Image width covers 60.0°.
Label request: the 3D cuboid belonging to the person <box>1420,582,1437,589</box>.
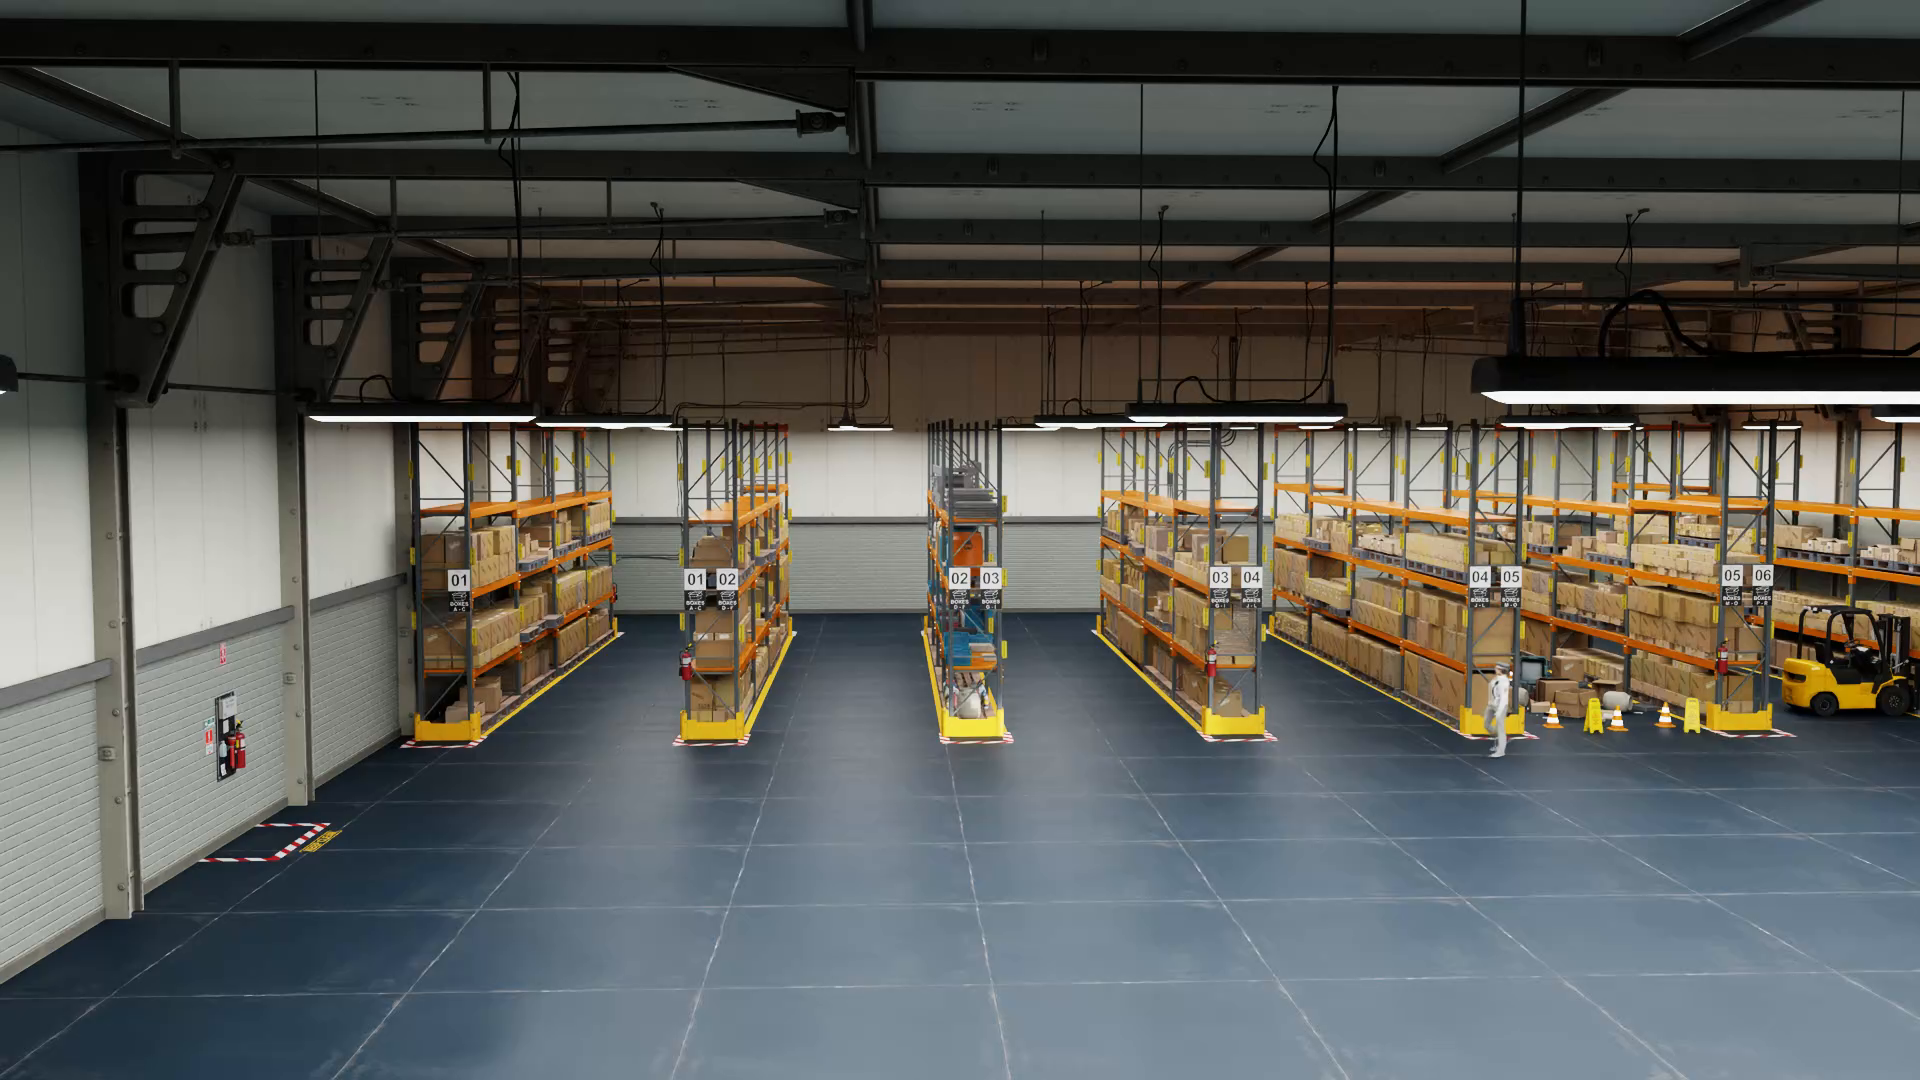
[{"bbox_3d":[14.128,1.672,49.845,0.640,1.726,0.414,0,4,5],"label":"person"}]

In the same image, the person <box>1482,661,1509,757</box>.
[{"bbox_3d":[9.553,2.984,29.571,0.454,1.676,0.574,-1,4,-16],"label":"person"}]

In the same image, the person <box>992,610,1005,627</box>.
[{"bbox_3d":[0.789,1.729,49.144,1.042,1.723,0.684,1,4,14],"label":"person"}]
